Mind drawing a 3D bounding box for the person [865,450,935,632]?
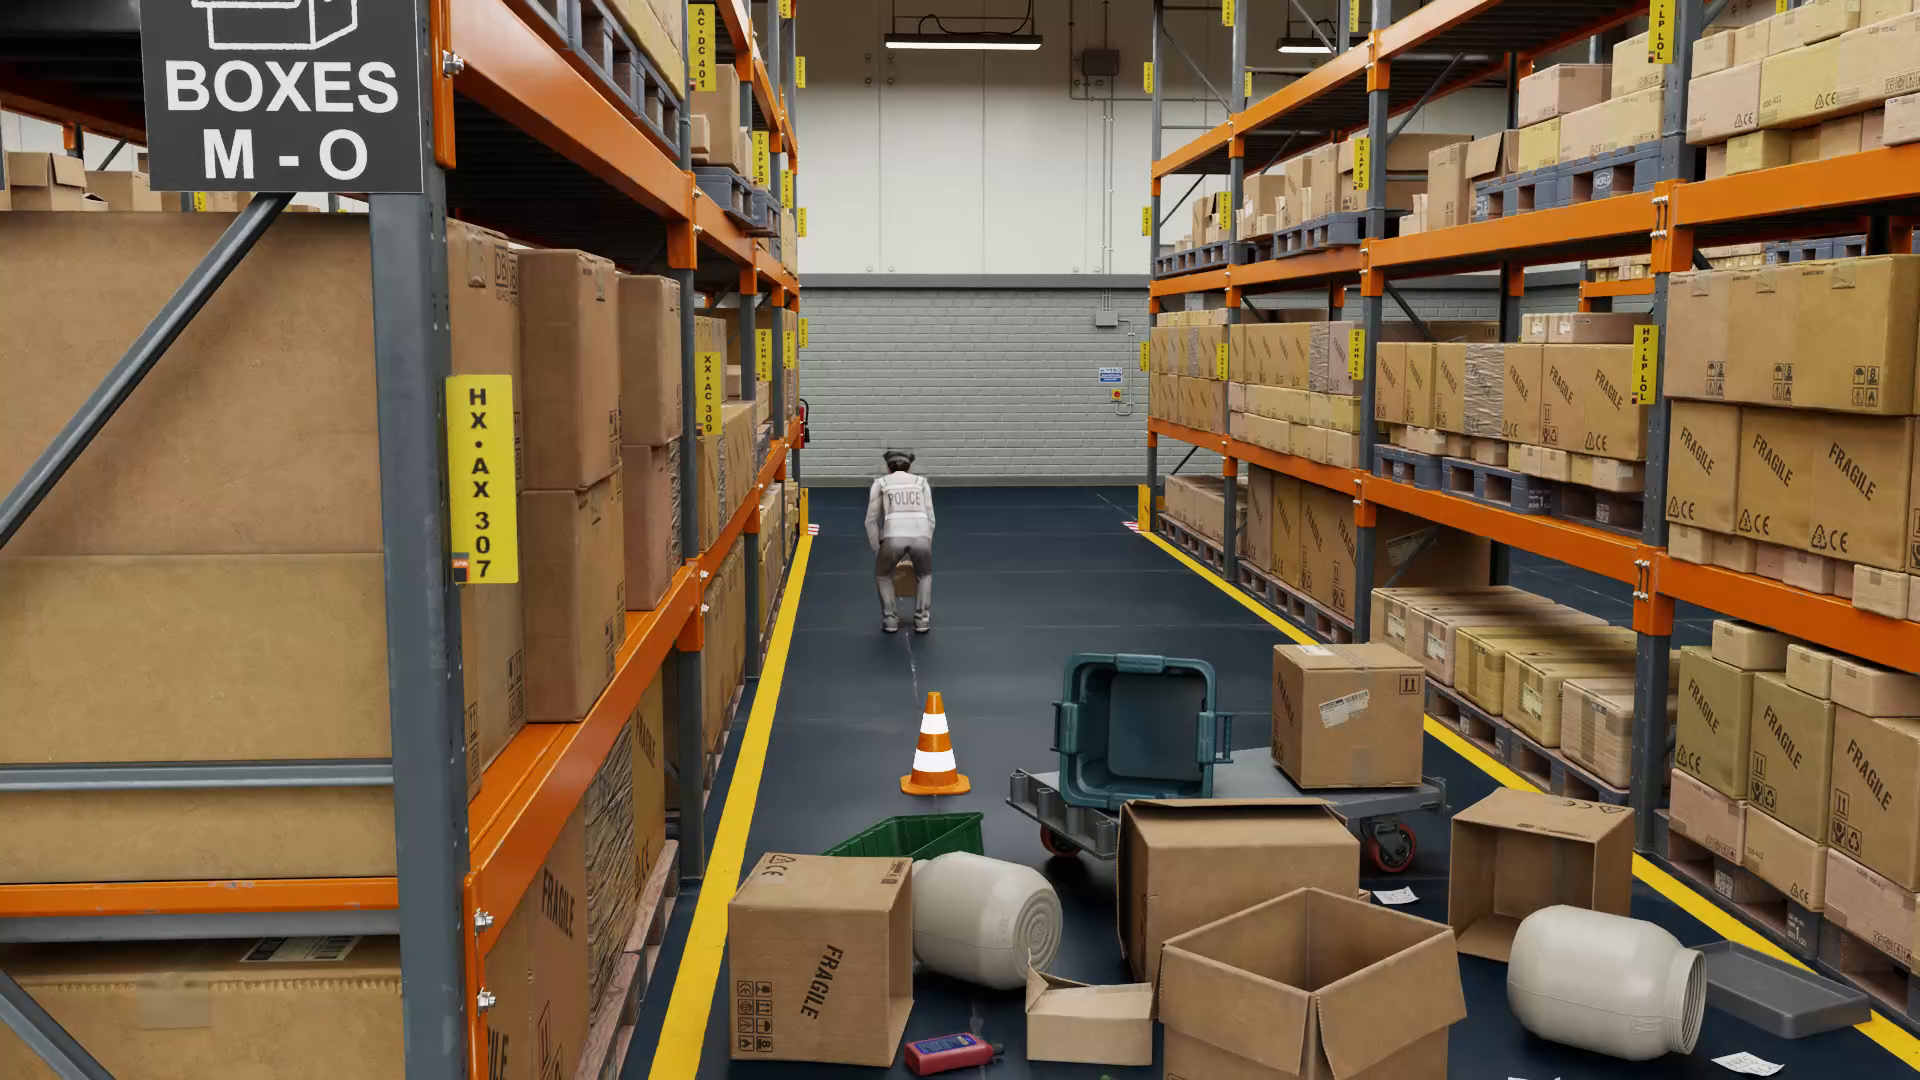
[{"bbox_3d":[-0.448,0.009,12.512,0.535,1.349,0.723,0,7,-4],"label":"person"}]
